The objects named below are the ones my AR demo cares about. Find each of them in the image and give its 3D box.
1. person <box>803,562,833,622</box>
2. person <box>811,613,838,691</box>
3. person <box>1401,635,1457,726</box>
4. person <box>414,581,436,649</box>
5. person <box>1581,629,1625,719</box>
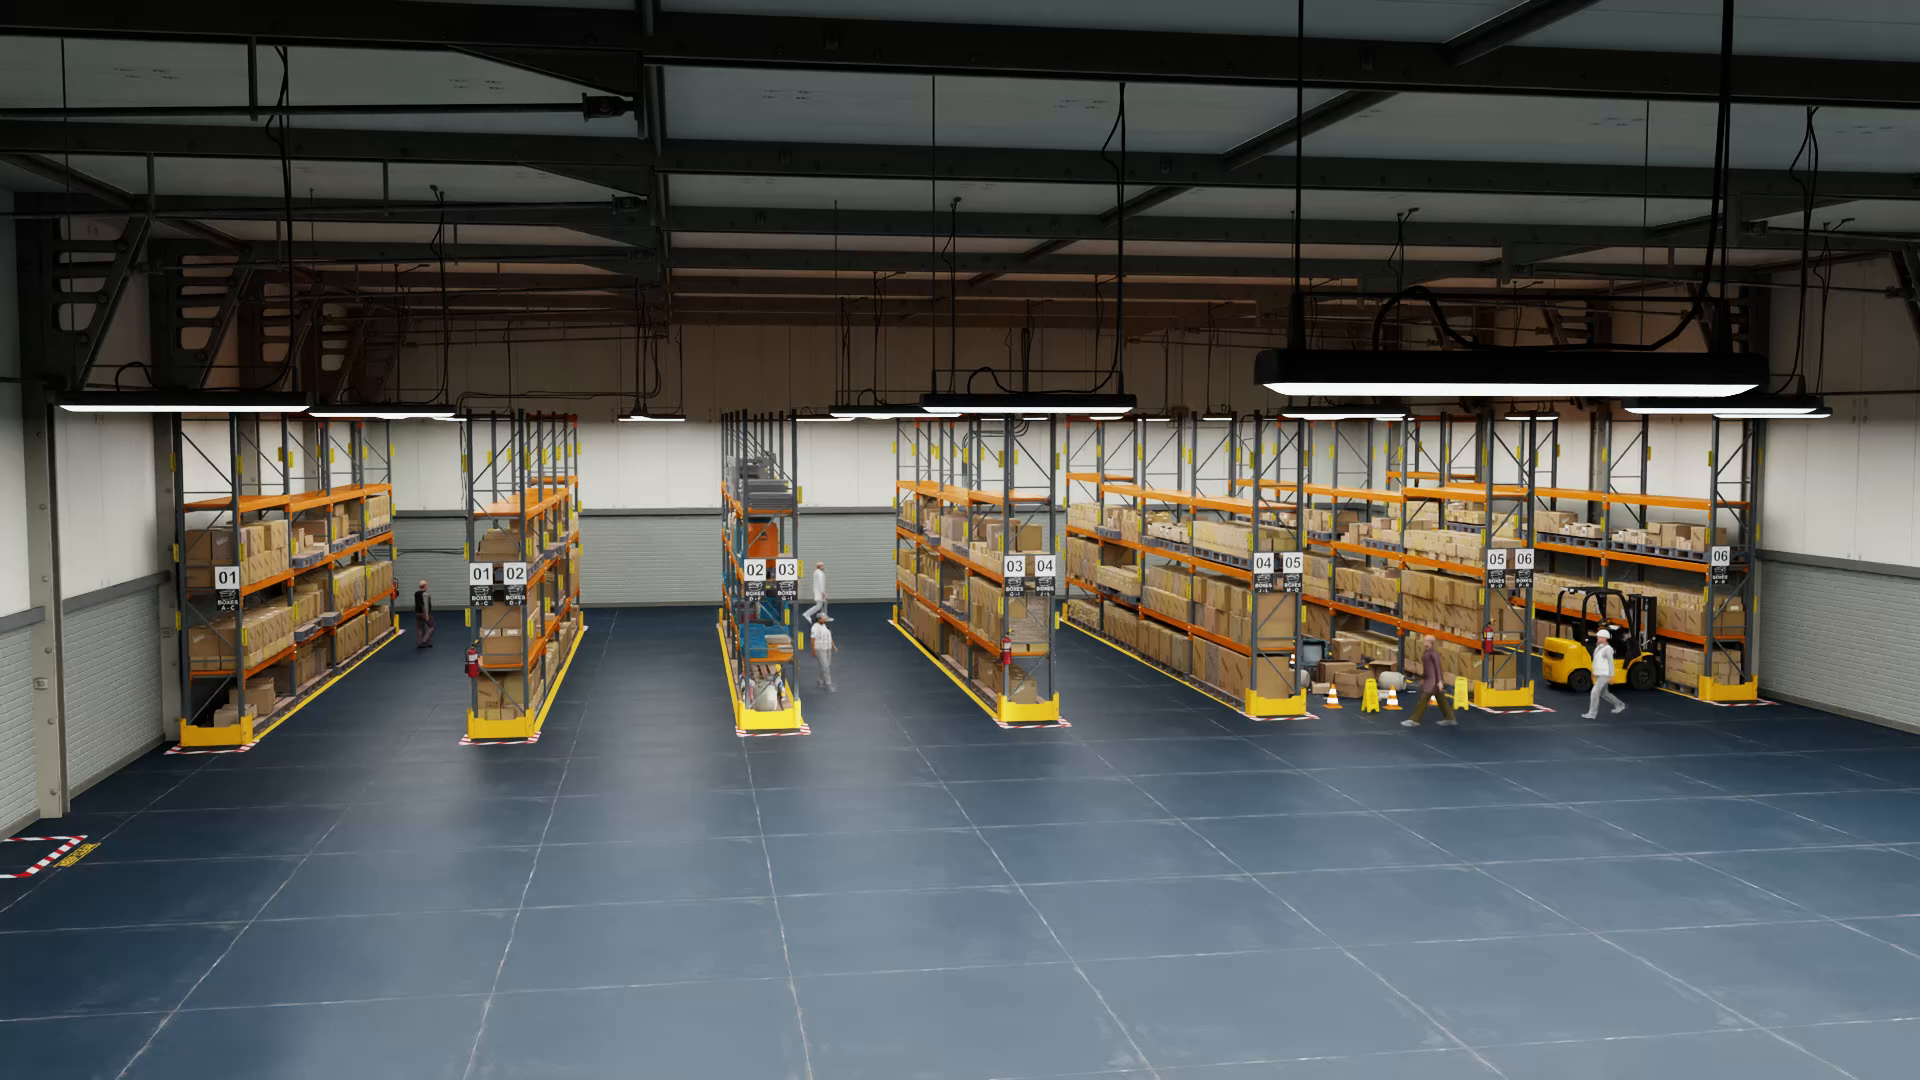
[{"bbox_3d":[-4.060,1.506,47.751,0.928,1.754,0.620,-1,4,-16],"label":"person"},{"bbox_3d":[-2.875,2.410,36.042,0.717,1.652,0.504,3,5,34],"label":"person"},{"bbox_3d":[8.857,2.644,31.393,1.066,1.717,0.635,0,4,7],"label":"person"},{"bbox_3d":[-13.663,1.872,42.295,0.556,1.645,0.482,2,4,24],"label":"person"},{"bbox_3d":[12.515,2.600,32.273,0.999,1.738,0.543,-1,4,-8],"label":"person"}]
